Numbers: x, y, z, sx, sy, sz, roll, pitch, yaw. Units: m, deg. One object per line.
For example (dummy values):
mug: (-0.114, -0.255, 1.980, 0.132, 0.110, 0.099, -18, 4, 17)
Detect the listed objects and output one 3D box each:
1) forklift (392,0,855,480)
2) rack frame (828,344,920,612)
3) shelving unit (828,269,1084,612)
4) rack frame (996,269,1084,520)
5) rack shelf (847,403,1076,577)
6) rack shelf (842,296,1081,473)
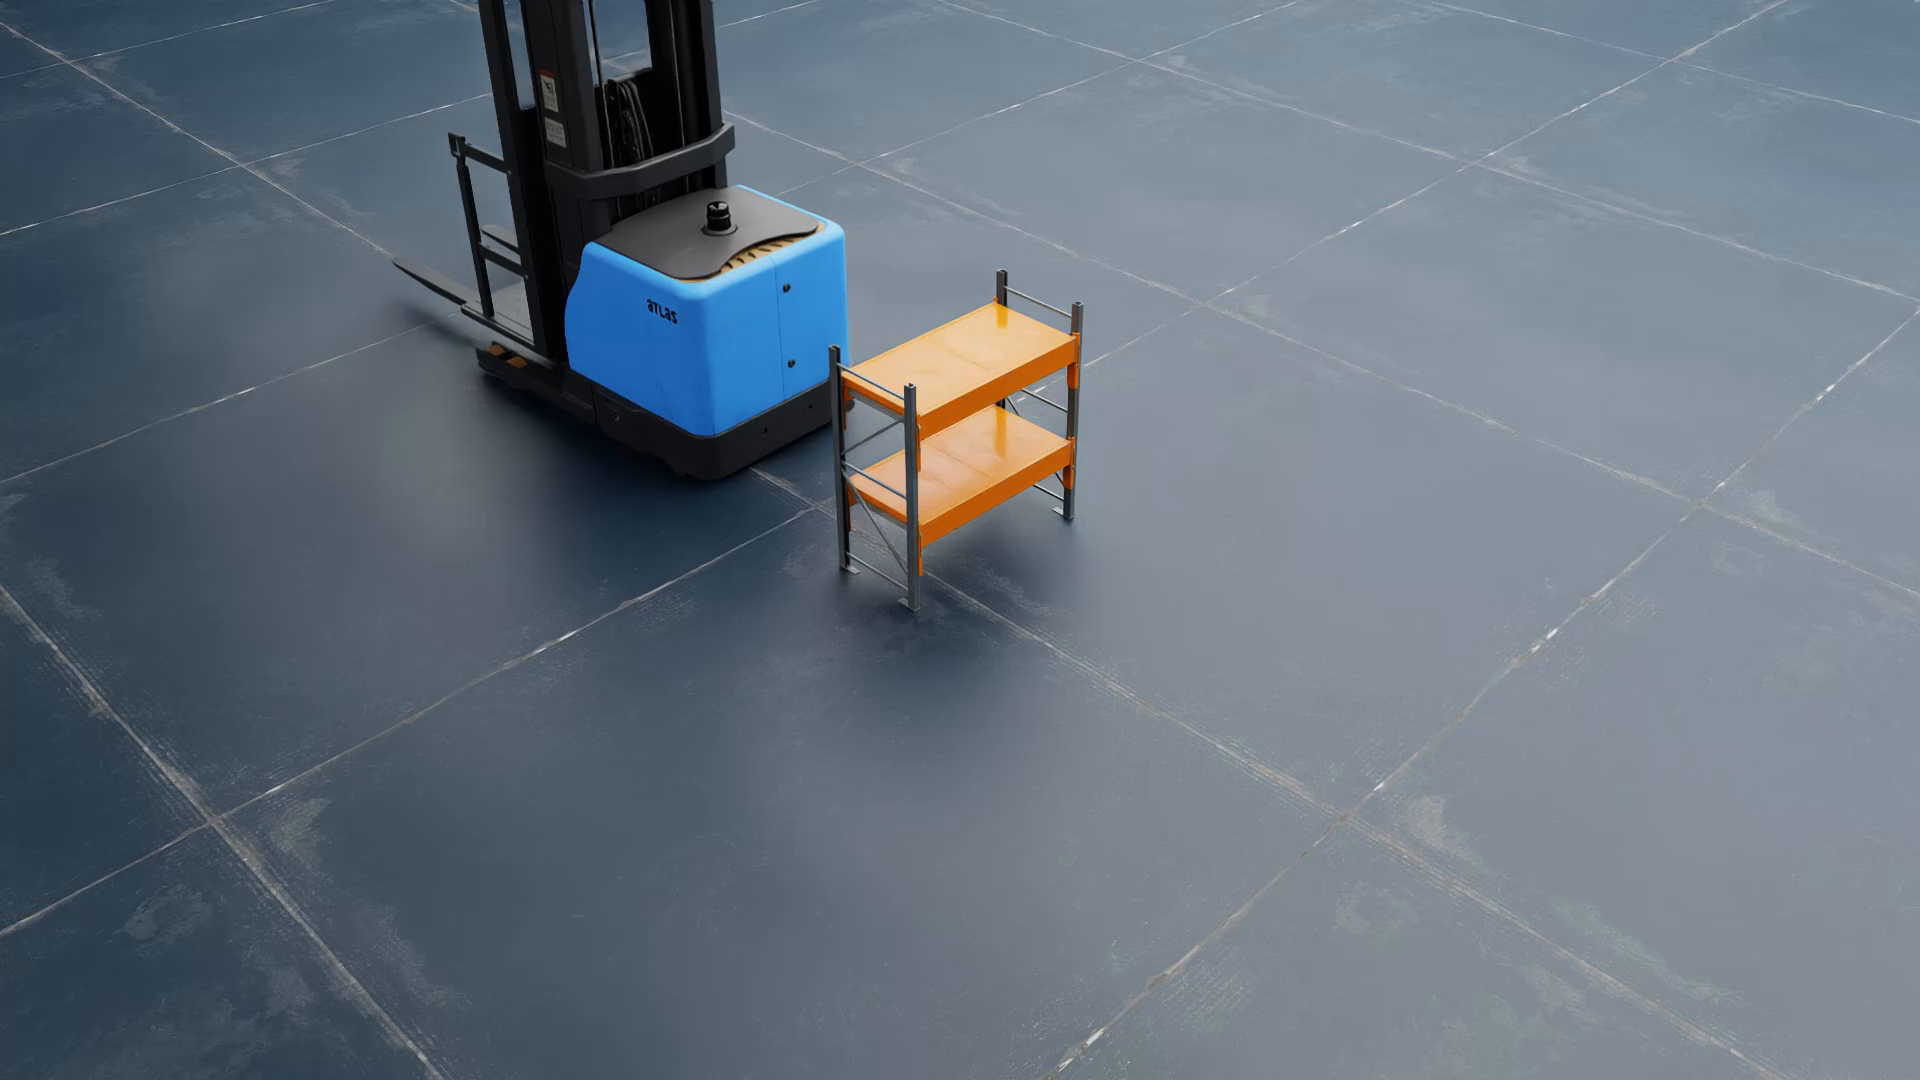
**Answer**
forklift: (-1.974, -2.211, 8.358, 3.031, 2.935, 1.130, 28, 43, 34)
rack frame: (-0.363, -0.252, 7.128, 0.500, 1.125, 0.032, 30, 45, 35)
shelving unit: (-0.005, -0.459, 7.424, 0.538, 1.125, 1.048, 30, 45, 35)
rack frame: (0.353, -0.665, 7.720, 0.500, 1.125, 0.032, 30, 45, 35)
rack shelf: (-0.005, -0.258, 7.564, 0.538, 0.278, 1.000, 30, 45, 35)
rack shelf: (-0.005, -0.699, 7.257, 0.538, 0.278, 1.000, 30, 45, 35)
